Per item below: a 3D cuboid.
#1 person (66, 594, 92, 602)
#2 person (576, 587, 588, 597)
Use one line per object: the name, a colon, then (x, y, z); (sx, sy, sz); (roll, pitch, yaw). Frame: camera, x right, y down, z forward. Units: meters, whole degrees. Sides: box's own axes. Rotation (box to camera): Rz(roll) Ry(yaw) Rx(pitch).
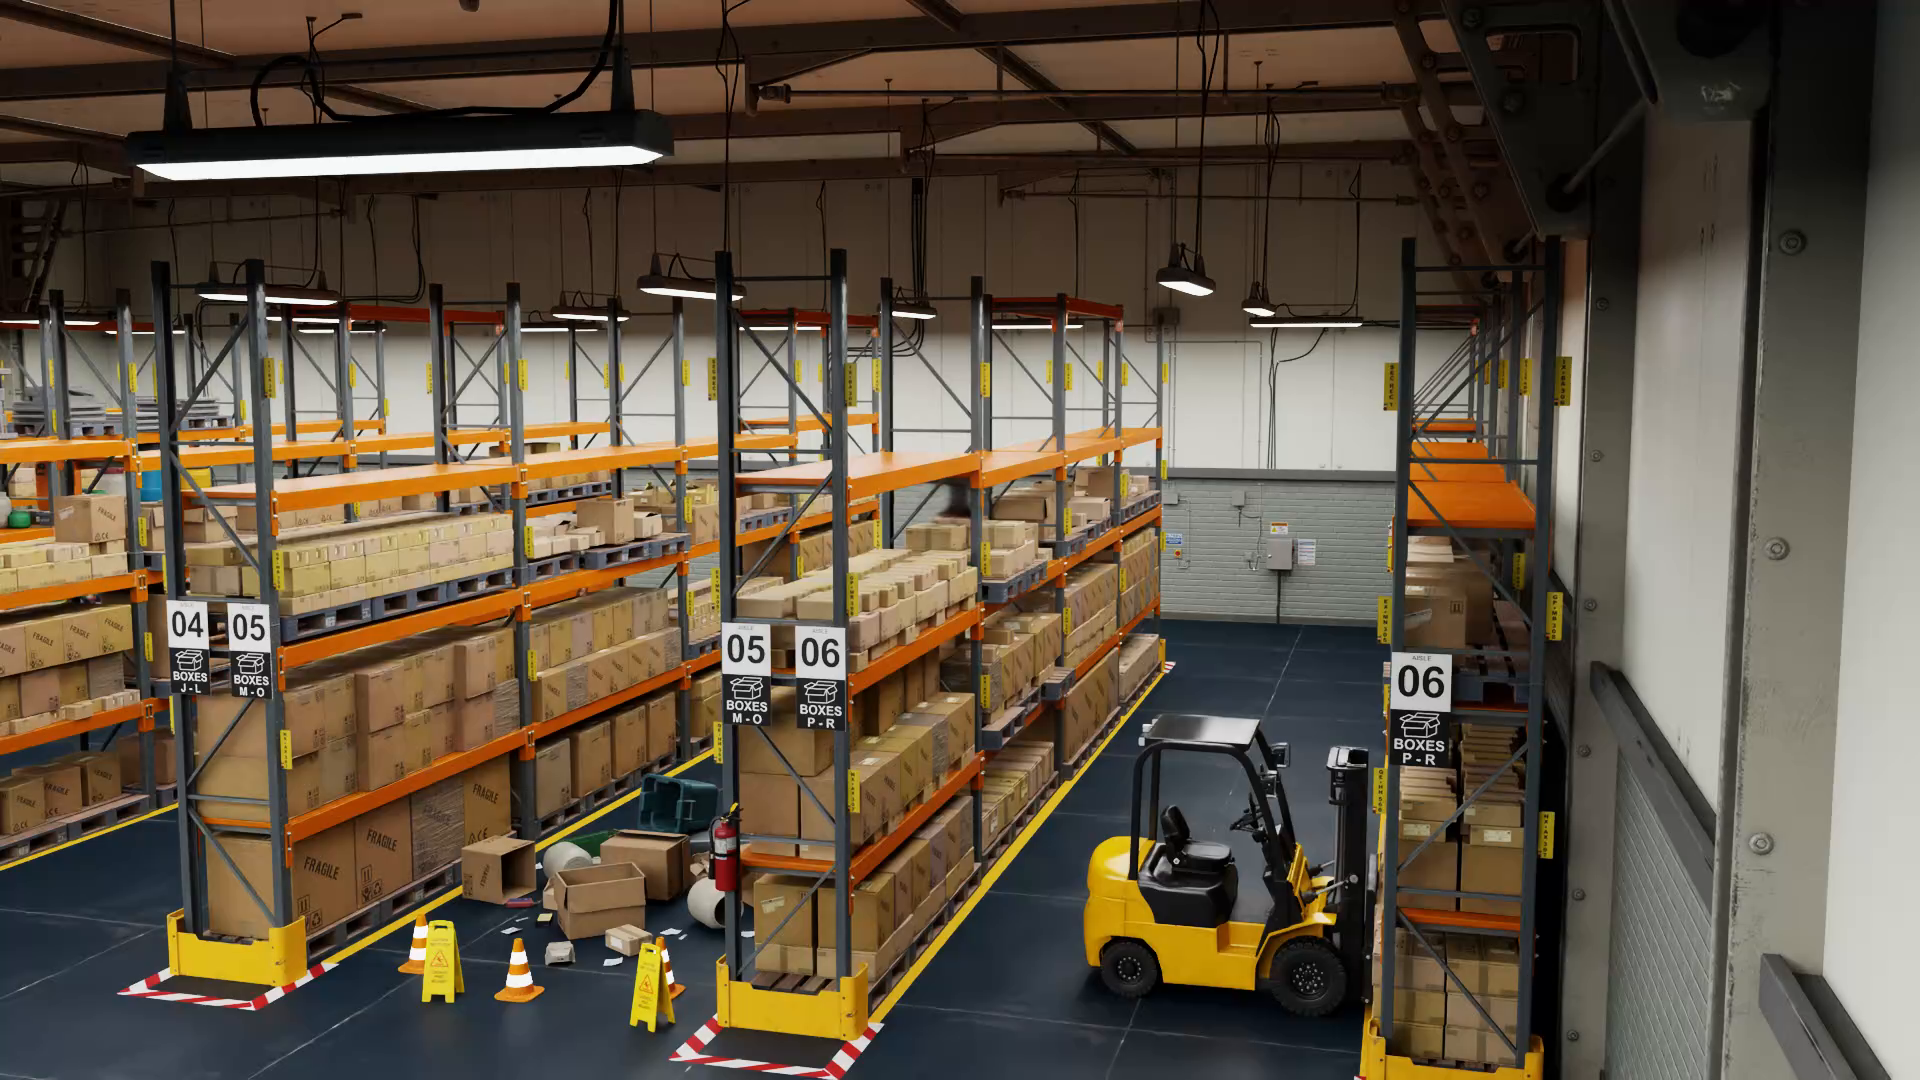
person: (-14.532, 1.382, 27.338); (0.742, 1.729, 0.988); (4, 7, 34)
person: (-6.161, 1.517, 27.292); (0.561, 1.590, 0.648); (2, 6, 18)
